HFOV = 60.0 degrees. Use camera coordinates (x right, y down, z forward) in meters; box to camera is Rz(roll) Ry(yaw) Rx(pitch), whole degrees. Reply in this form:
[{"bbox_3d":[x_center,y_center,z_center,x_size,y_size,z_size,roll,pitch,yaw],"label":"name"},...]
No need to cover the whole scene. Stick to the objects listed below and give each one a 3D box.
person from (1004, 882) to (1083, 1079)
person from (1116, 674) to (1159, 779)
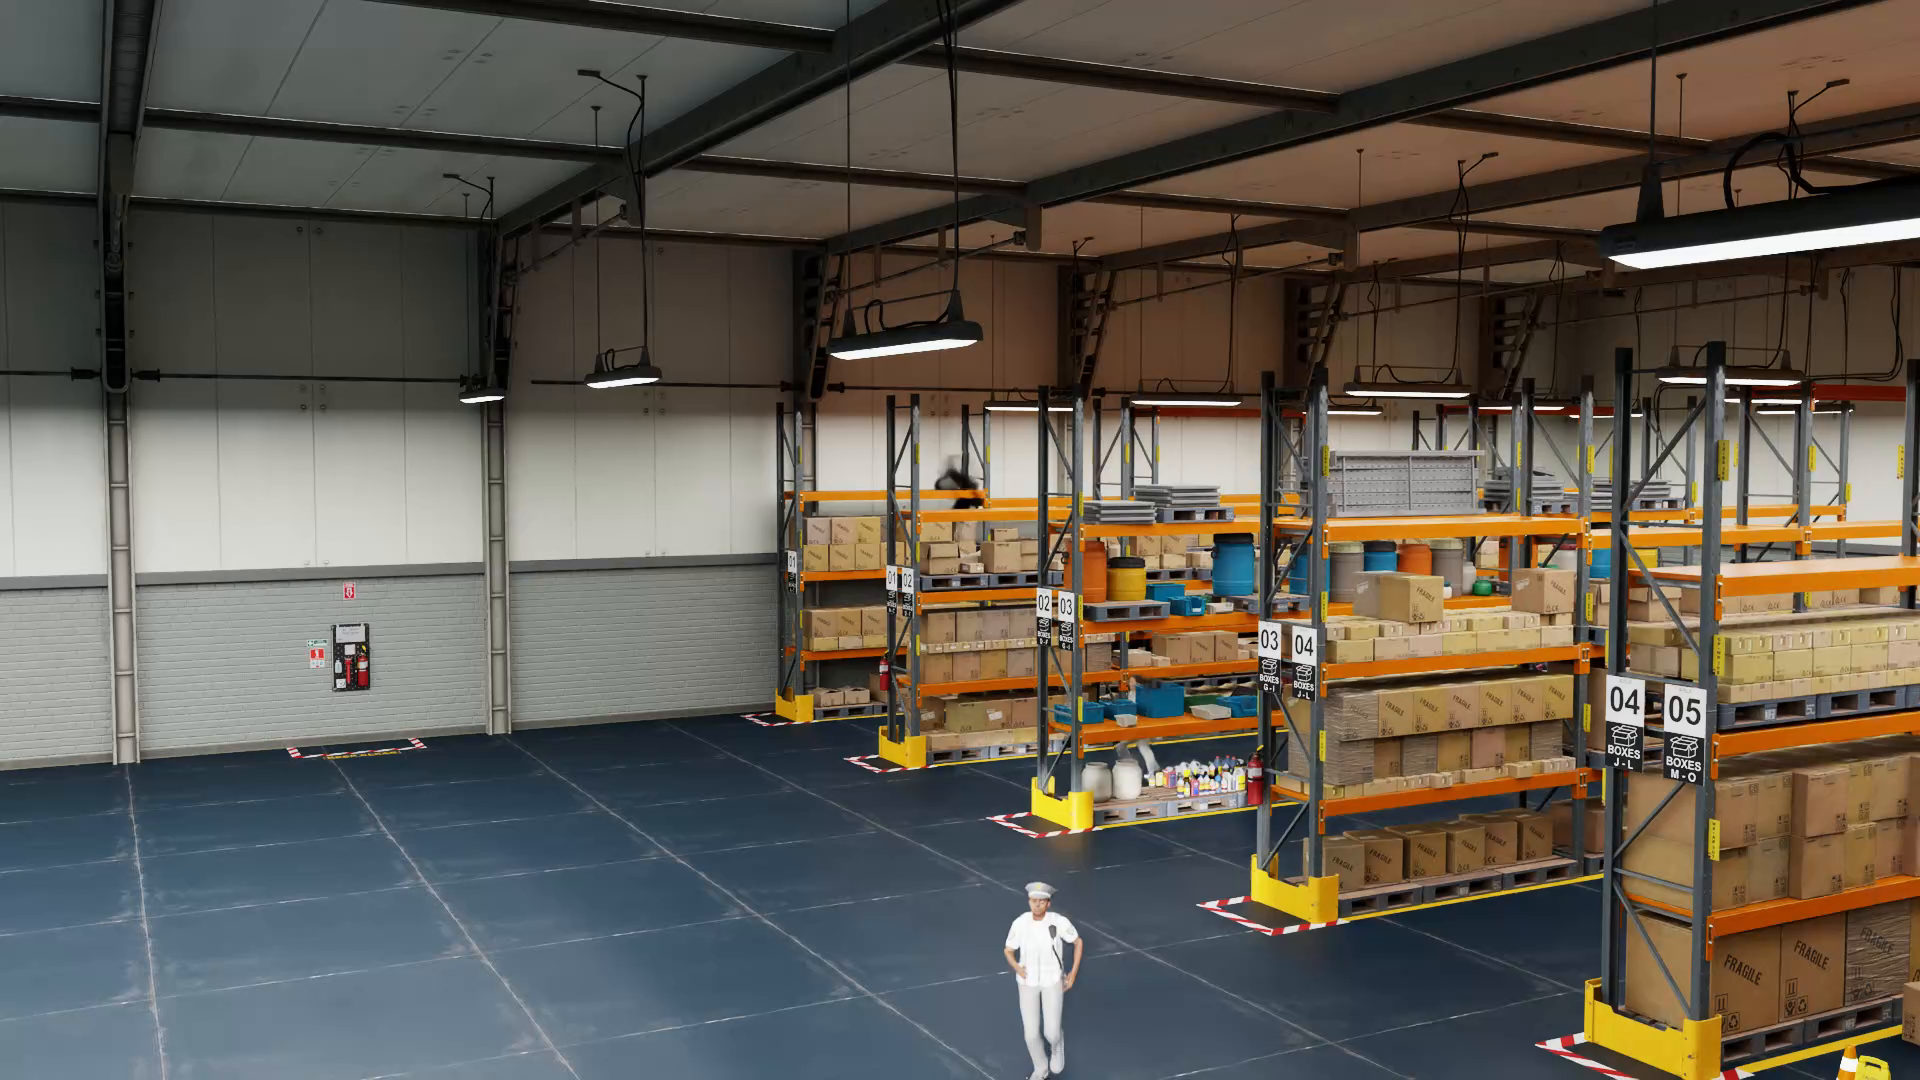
[{"bbox_3d":[0.649,3.572,13.338,0.624,1.671,0.528,1,3,10],"label":"person"},{"bbox_3d":[2.703,2.894,25.412,0.815,1.713,0.527,-2,4,-29],"label":"person"}]
